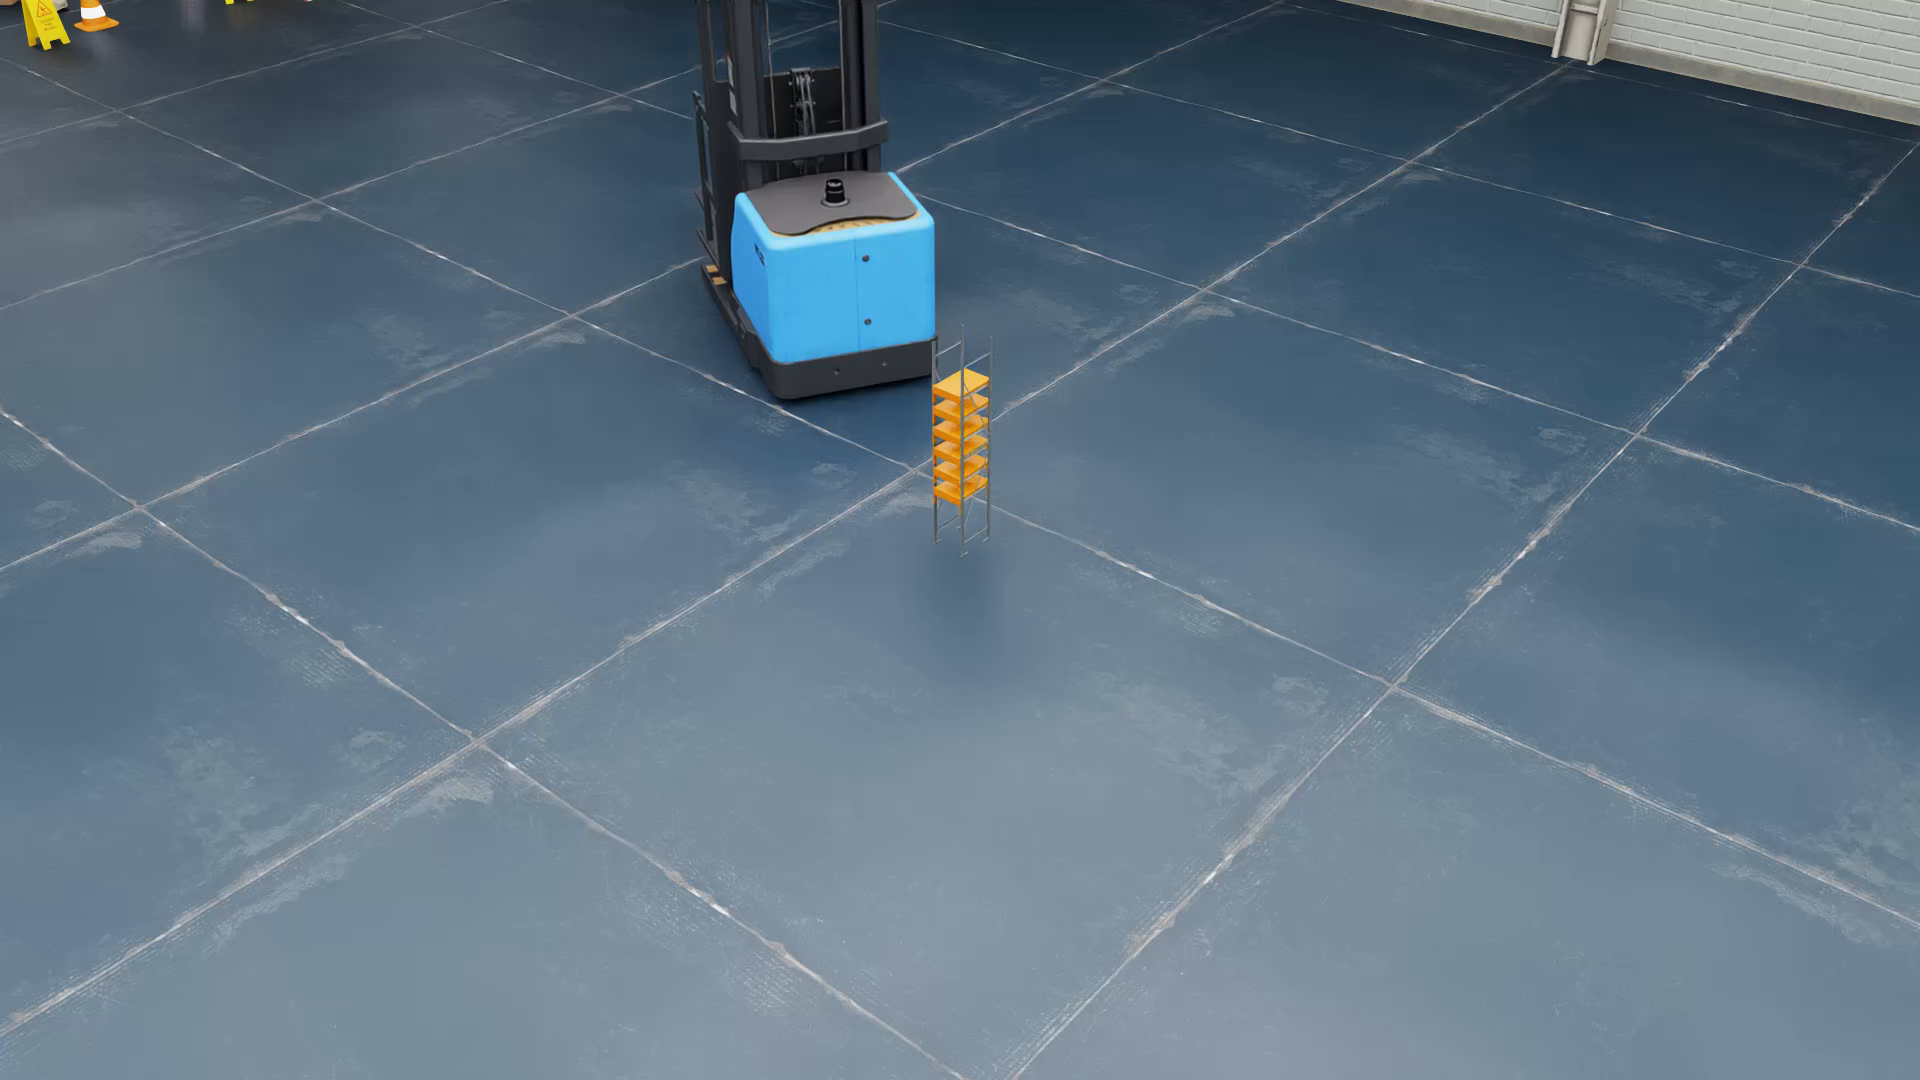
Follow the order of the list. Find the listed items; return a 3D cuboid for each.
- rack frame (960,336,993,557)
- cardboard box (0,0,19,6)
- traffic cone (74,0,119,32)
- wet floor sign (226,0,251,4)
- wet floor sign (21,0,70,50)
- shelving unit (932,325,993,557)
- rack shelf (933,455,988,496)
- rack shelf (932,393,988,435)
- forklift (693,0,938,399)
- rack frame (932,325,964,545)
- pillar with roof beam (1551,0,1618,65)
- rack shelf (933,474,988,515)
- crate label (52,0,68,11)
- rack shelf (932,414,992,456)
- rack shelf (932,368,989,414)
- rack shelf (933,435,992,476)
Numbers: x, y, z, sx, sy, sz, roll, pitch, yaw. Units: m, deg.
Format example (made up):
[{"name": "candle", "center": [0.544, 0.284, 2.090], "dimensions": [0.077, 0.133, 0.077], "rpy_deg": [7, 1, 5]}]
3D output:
[{"name": "rack frame", "center": [0.081, -0.456, 8.437], "dimensions": [0.006, 1.200, 0.240], "rpy_deg": [25, 42, 32]}, {"name": "cardboard box", "center": [-9.712, -5.733, 16.735], "dimensions": [0.637, 0.503, 0.797], "rpy_deg": [0, 34, 0]}, {"name": "traffic cone", "center": [-8.347, -5.170, 15.951], "dimensions": [0.334, 0.463, 0.336], "rpy_deg": [25, 42, 32]}, {"name": "wet floor sign", "center": [-7.281, -5.722, 16.594], "dimensions": [0.267, 0.644, 0.232], "rpy_deg": [-18, 38, -25]}, {"name": "wet floor sign", "center": [-8.543, -4.917, 15.422], "dimensions": [0.232, 0.644, 0.267], "rpy_deg": [18, 38, 24]}, {"name": "shelving unit", "center": [0.011, -0.489, 8.485], "dimensions": [0.189, 1.200, 0.258], "rpy_deg": [25, 42, 32]}, {"name": "rack shelf", "center": [0.011, -0.354, 8.578], "dimensions": [0.180, 0.103, 0.258], "rpy_deg": [25, 42, 32]}, {"name": "rack shelf", "center": [0.011, -0.651, 8.374], "dimensions": [0.180, 0.103, 0.258], "rpy_deg": [25, 42, 32]}, {"name": "forklift", "center": [-1.116, -2.879, 10.435], "dimensions": [1.130, 2.935, 3.031], "rpy_deg": [-12, 36, -16]}, {"name": "rack frame", "center": [-0.059, -0.523, 8.533], "dimensions": [0.006, 1.200, 0.240], "rpy_deg": [25, 42, 32]}, {"name": "pillar with roof beam", "center": [2.940, -6.286, 10.036], "dimensions": [0.400, 9.000, 9.100], "rpy_deg": [25, 42, 32]}, {"name": "rack shelf", "center": [0.011, -0.255, 8.646], "dimensions": [0.180, 0.103, 0.258], "rpy_deg": [25, 42, 32]}, {"name": "crate label", "center": [-8.991, -5.293, 16.419], "dimensions": [0.298, 0.136, 0.250], "rpy_deg": [6, 35, 8]}, {"name": "rack shelf", "center": [0.011, -0.552, 8.442], "dimensions": [0.180, 0.103, 0.258], "rpy_deg": [25, 42, 32]}, {"name": "rack shelf", "center": [0.011, -0.749, 8.306], "dimensions": [0.180, 0.103, 0.258], "rpy_deg": [25, 42, 32]}, {"name": "rack shelf", "center": [0.011, -0.453, 8.510], "dimensions": [0.180, 0.103, 0.258], "rpy_deg": [25, 42, 32]}]
